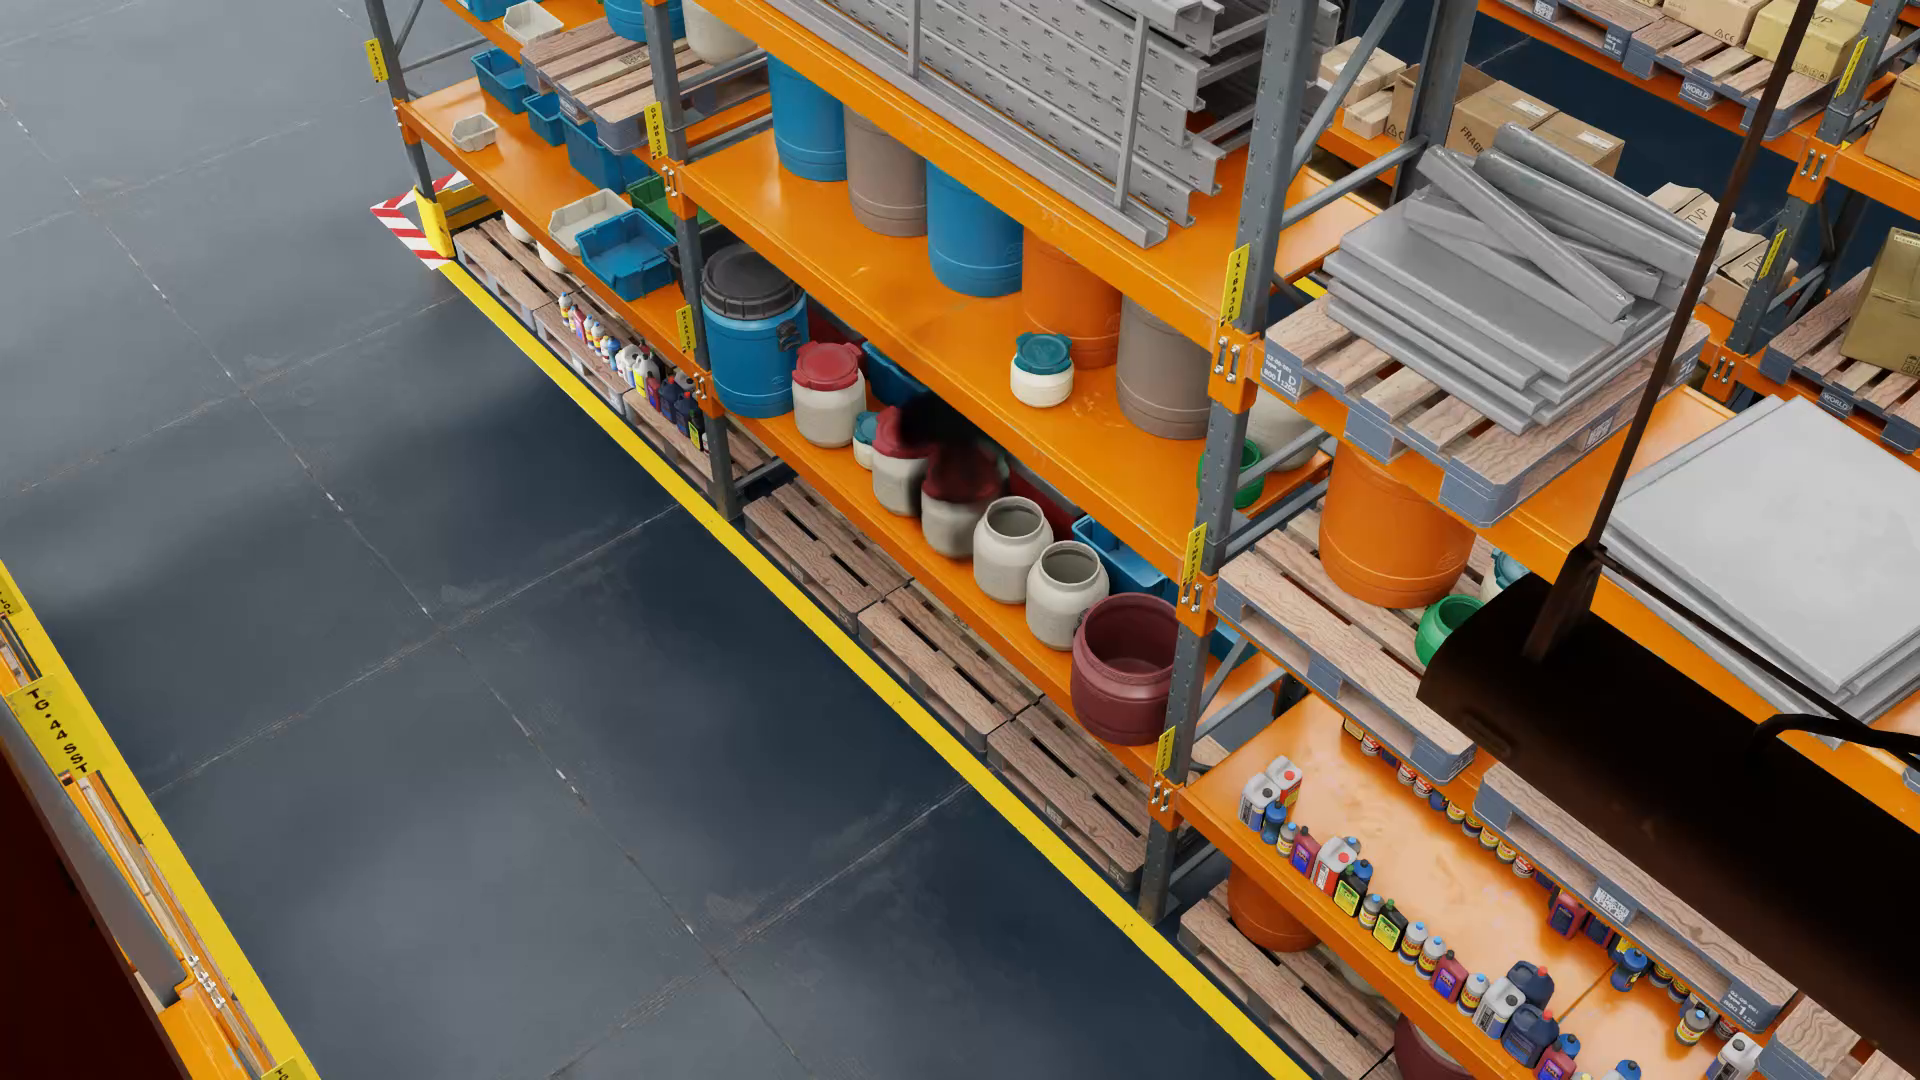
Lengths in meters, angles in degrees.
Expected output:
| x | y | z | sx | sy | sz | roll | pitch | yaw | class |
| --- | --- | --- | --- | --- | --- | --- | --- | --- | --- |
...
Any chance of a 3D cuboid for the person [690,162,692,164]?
| x | y | z | sx | sy | sz | roll | pitch | yaw | class |
| --- | --- | --- | --- | --- | --- | --- | --- | --- | --- |
| -2.270 | -3.450 | 13.064 | 0.608 | 1.742 | 0.665 | 27 | 52 | 23 | person |
